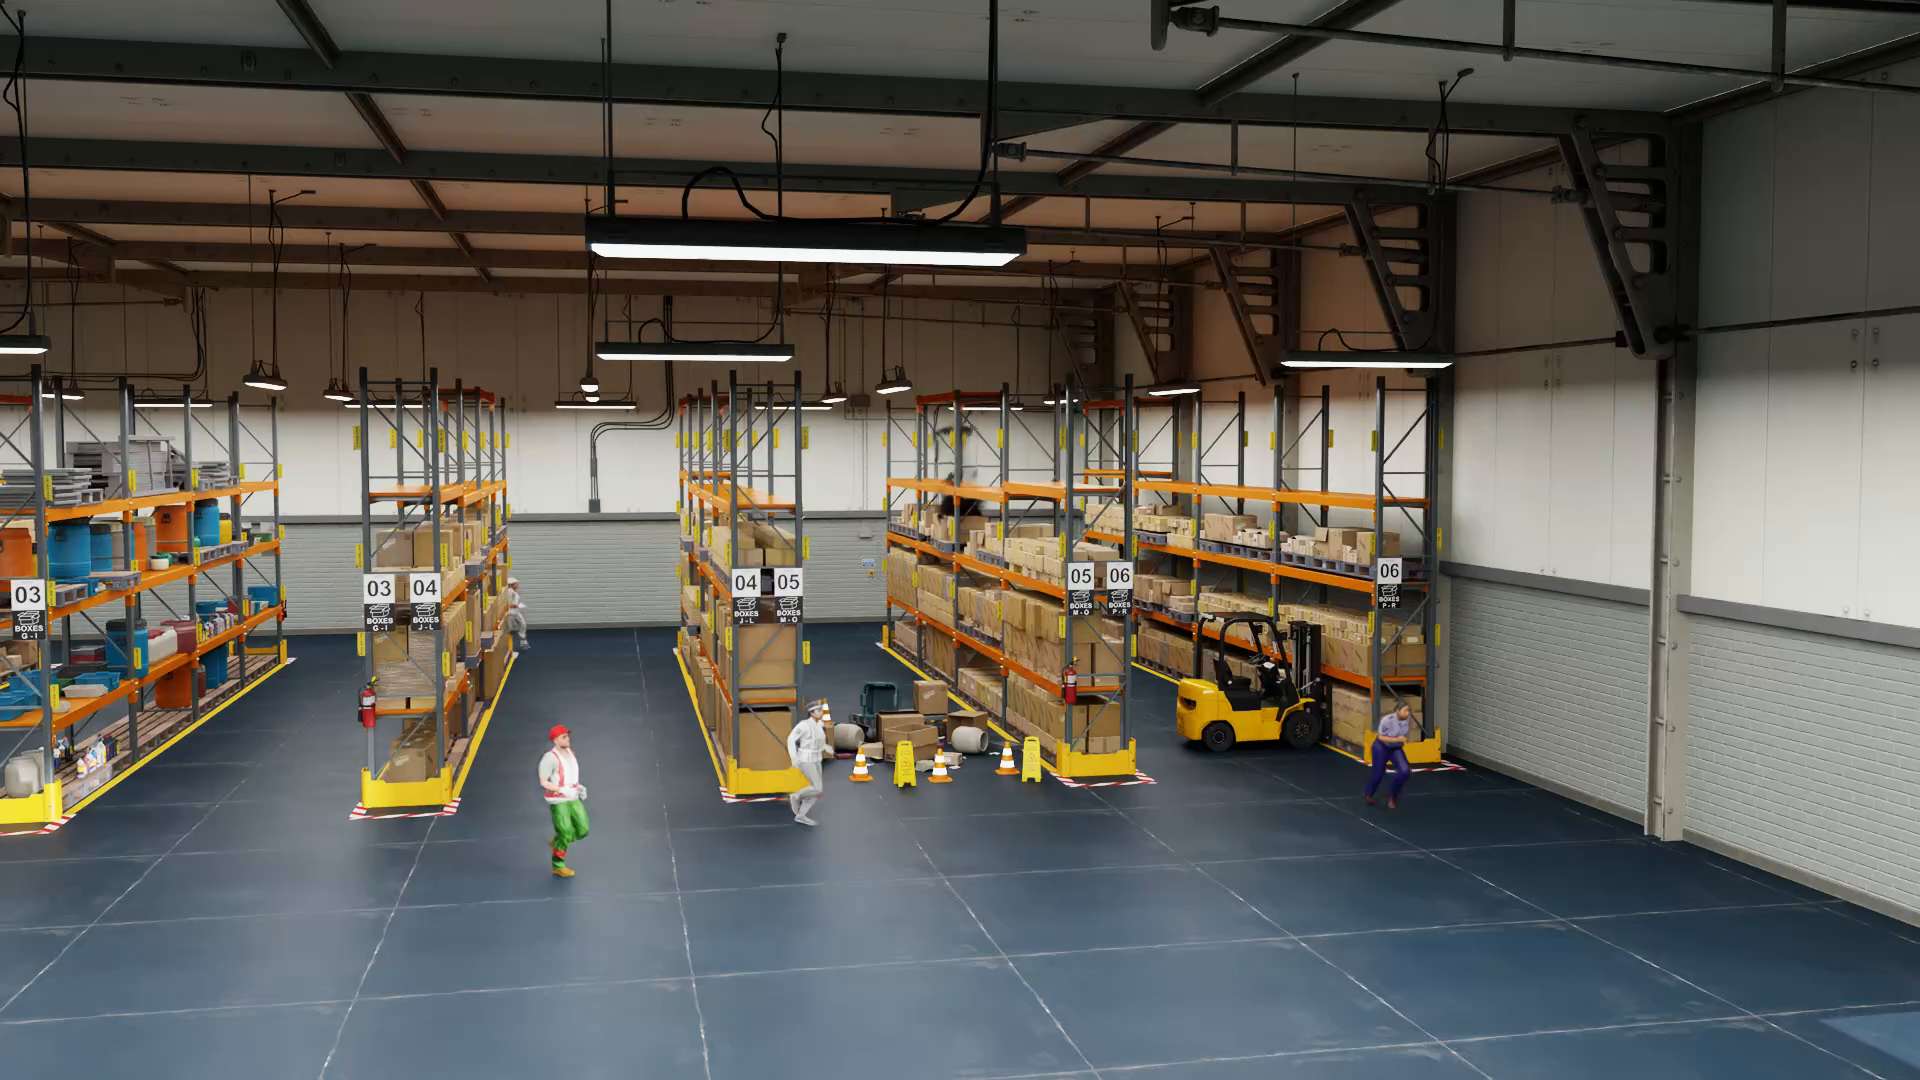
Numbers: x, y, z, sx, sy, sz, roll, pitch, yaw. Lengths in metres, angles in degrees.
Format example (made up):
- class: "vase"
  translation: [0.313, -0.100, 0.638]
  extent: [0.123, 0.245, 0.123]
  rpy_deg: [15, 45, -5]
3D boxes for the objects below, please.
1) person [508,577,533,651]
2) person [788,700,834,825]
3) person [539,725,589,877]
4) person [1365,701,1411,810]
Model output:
- class: "person"
  translation: [-10.671, 1.774, 39.519]
  extent: [0.857, 1.792, 0.680]
  rpy_deg: [0, 3, 0]
- class: "person"
  translation: [-1.942, 2.897, 21.640]
  extent: [0.573, 1.647, 0.526]
  rpy_deg: [2, 4, 30]
- class: "person"
  translation: [-4.553, 2.994, 19.130]
  extent: [0.593, 1.742, 0.655]
  rpy_deg: [2, 4, 27]
- class: "person"
  translation: [5.863, 2.907, 22.630]
  extent: [0.632, 1.541, 0.940]
  rpy_deg: [-1, 4, -23]
